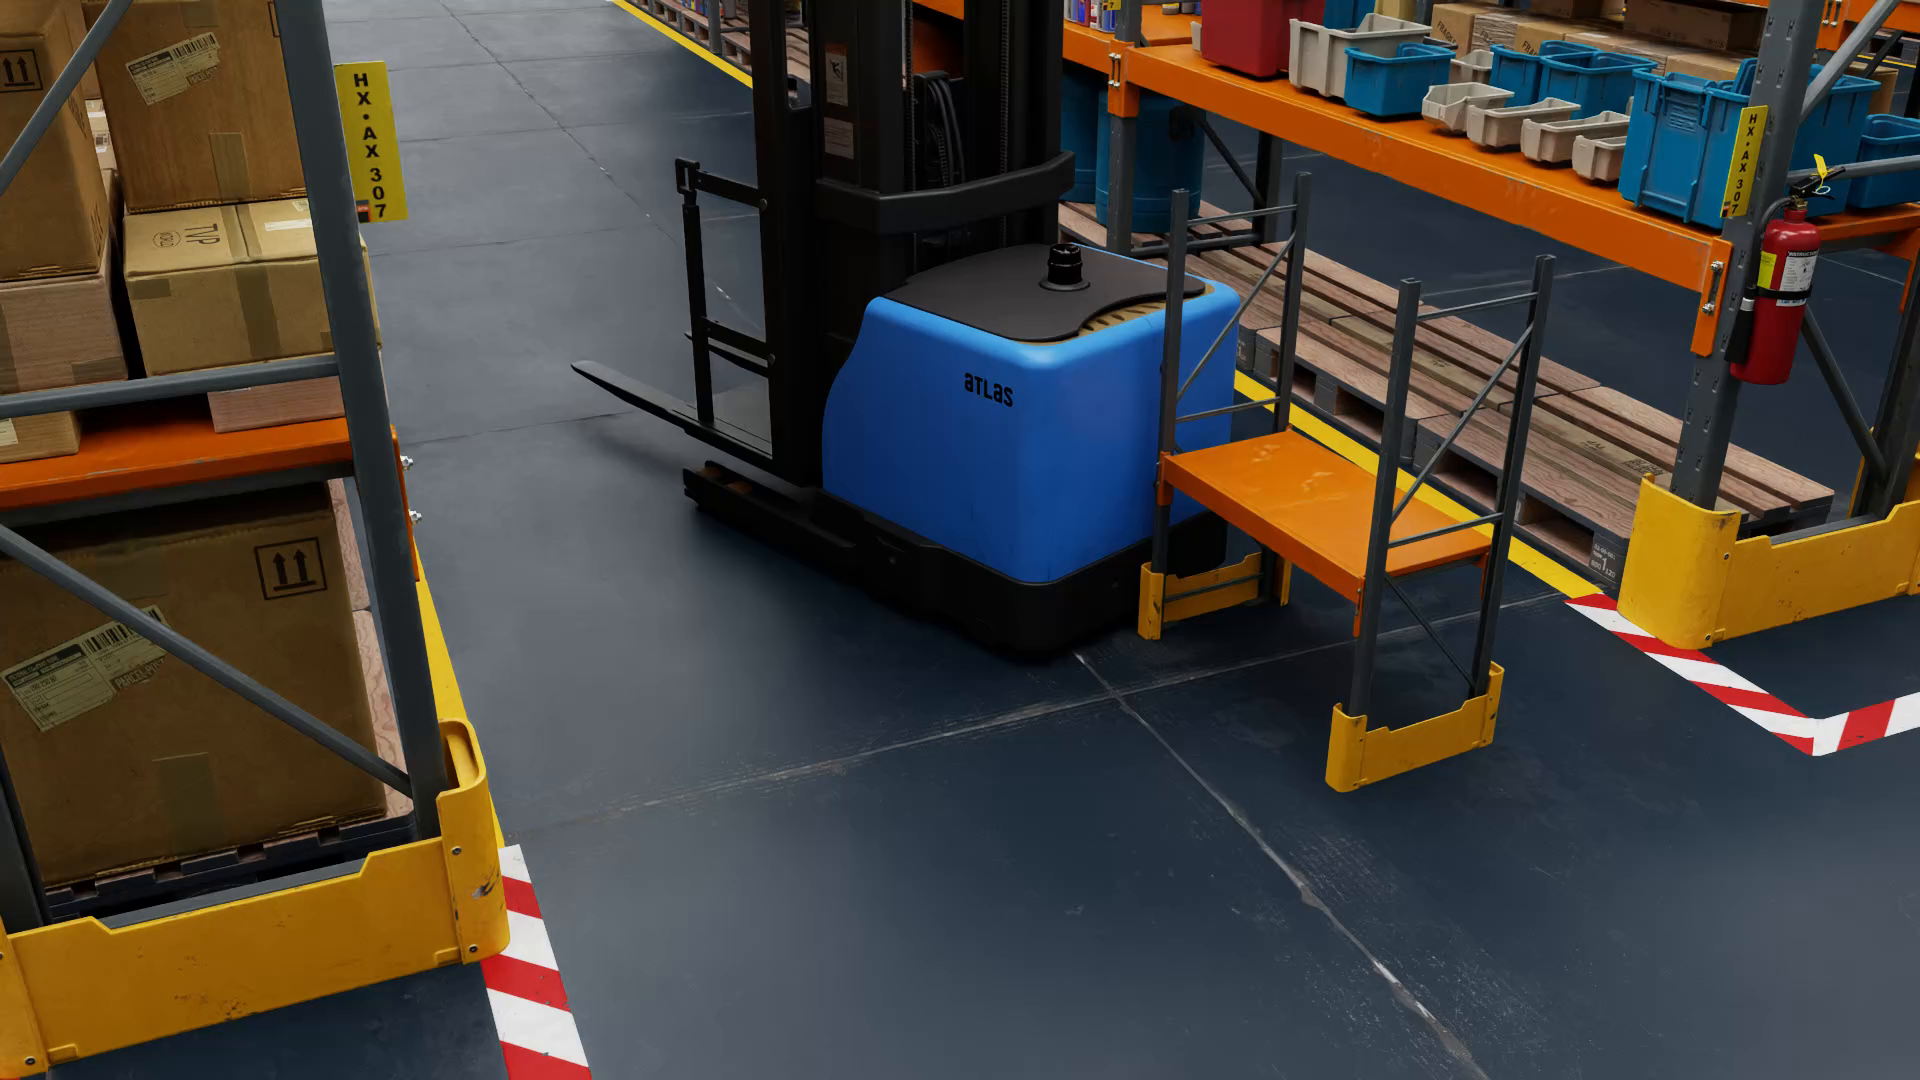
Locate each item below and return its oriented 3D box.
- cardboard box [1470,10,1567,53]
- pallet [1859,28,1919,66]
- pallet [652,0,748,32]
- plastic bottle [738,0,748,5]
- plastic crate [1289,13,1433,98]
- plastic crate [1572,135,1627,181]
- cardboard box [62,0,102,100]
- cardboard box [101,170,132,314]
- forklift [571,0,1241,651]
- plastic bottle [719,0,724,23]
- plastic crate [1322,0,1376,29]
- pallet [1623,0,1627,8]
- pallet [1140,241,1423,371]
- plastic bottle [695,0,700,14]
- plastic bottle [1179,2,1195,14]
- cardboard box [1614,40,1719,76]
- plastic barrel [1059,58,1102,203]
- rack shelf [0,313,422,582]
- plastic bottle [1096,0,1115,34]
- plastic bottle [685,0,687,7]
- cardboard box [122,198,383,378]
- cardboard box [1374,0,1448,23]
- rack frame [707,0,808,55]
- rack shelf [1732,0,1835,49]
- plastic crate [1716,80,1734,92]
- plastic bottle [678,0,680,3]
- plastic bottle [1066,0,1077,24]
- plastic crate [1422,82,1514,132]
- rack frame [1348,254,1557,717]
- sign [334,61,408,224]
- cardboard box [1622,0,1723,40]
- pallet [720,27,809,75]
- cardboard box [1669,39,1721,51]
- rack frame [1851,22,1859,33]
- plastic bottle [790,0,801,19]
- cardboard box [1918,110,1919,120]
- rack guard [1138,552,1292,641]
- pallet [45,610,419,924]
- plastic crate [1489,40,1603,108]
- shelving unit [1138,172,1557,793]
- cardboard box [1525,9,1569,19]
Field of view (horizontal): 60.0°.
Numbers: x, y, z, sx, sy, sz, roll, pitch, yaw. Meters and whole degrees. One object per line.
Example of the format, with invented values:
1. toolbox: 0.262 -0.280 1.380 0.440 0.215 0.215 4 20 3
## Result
1. cardboard box: 4.383 -3.861 13.087 0.500 0.500 0.500 -12 28 -22
2. pallet: 9.054 -4.498 15.223 1.003 0.211 1.213 -11 28 -21
3. pallet: -2.574 -5.514 17.302 1.003 0.211 1.213 -11 28 -21
4. plastic bottle: -2.169 -5.578 16.859 0.152 0.276 0.135 -11 28 -21
5. plastic crate: 1.694 -2.091 7.181 0.437 0.282 0.530 -11 28 -21
6. plastic crate: 2.346 -1.357 5.843 0.396 0.136 0.243 -11 28 -21
7. cardboard box: -2.946 -1.671 5.231 0.500 0.500 0.500 -11 28 -22
8. cardboard box: -2.358 -0.721 4.140 0.500 0.250 0.500 -11 28 -21
9. forklift: -0.430 -1.514 6.011 1.130 2.935 3.031 -23 34 -38
10. plastic bottle: -2.296 -5.028 15.818 0.097 0.201 0.097 0 26 0
11. plastic crate: 1.762 -2.655 8.220 0.392 0.384 0.575 -11 28 -21
12. pallet: 7.554 -6.130 18.565 1.003 0.211 1.213 -11 28 -21
13. pallet: 1.589 -1.222 8.513 1.003 0.211 1.213 -11 28 -21
14. plastic bottle: -2.562 -5.319 16.319 0.061 0.283 0.133 -9 27 -17
15. plastic bottle: 1.291 -3.110 9.342 0.152 0.276 0.135 -11 28 -21
16. cardboard box: 4.986 -3.243 11.821 0.500 0.500 0.500 -10 28 -20
17. plastic barrel: 0.791 -2.520 9.905 0.600 0.901 0.708 -11 28 -21
18. rack shelf: -2.509 -0.784 5.257 1.077 0.370 4.000 -11 28 -21
19. plastic bottle: 0.813 -2.813 8.735 0.152 0.276 0.135 -11 28 -21
20. plastic bottle: -2.718 -5.463 16.708 0.097 0.201 0.097 0 26 0
21. cardboard box: -1.665 -0.606 3.905 0.500 0.250 0.500 -11 28 -22
22. cardboard box: 3.826 -4.604 14.277 0.500 0.311 0.500 -10 28 -19
23. rack frame: -1.868 -5.995 15.110 1.000 3.000 0.127 -11 28 -21
24. rack shelf: 5.041 -4.099 12.047 1.077 0.370 4.000 -11 28 -21
25. plastic crate: 2.780 -1.524 6.076 0.416 0.233 0.300 -11 28 -21
26. plastic bottle: -2.837 -5.617 16.945 0.097 0.271 0.097 0 26 0
27. plastic bottle: 0.670 -2.961 9.037 0.152 0.276 0.135 -11 28 -21
28. plastic crate: 1.981 -1.701 6.548 0.298 0.136 0.250 -11 28 -21
29. rack frame: 1.331 -0.021 4.584 0.500 1.500 0.032 -13 29 -24
30. sign: -1.213 -0.817 3.428 0.100 0.325 0.005 -11 28 -21
31. cardboard box: 5.271 -3.870 12.250 0.500 0.250 0.500 -11 28 -22
32. pallet: -1.524 -4.432 15.086 1.003 0.211 1.213 -11 28 -21
33. cardboard box: 5.451 -3.343 12.026 0.500 0.500 0.500 -10 28 -20
34. rack frame: 8.815 -6.083 15.289 1.000 3.000 0.127 -11 28 -21
35. plastic bottle: -1.589 -5.171 16.030 0.097 0.271 0.097 0 26 0
36. cardboard box: 6.309 -2.508 10.316 0.500 0.500 0.500 -11 28 -21
37. rack guard: 0.872 0.152 5.654 0.587 0.250 0.087 -13 29 -24
38. pallet: -2.111 0.644 4.690 1.003 0.211 1.213 -11 28 -21
39. plastic crate: 2.405 -1.911 6.868 0.416 0.233 0.300 -11 28 -21
40. shelving unit: 1.101 -0.216 4.982 0.587 1.500 1.083 -13 29 -24
41. cardboard box: 4.840 -3.967 13.304 0.500 0.500 0.500 -9 28 -19
